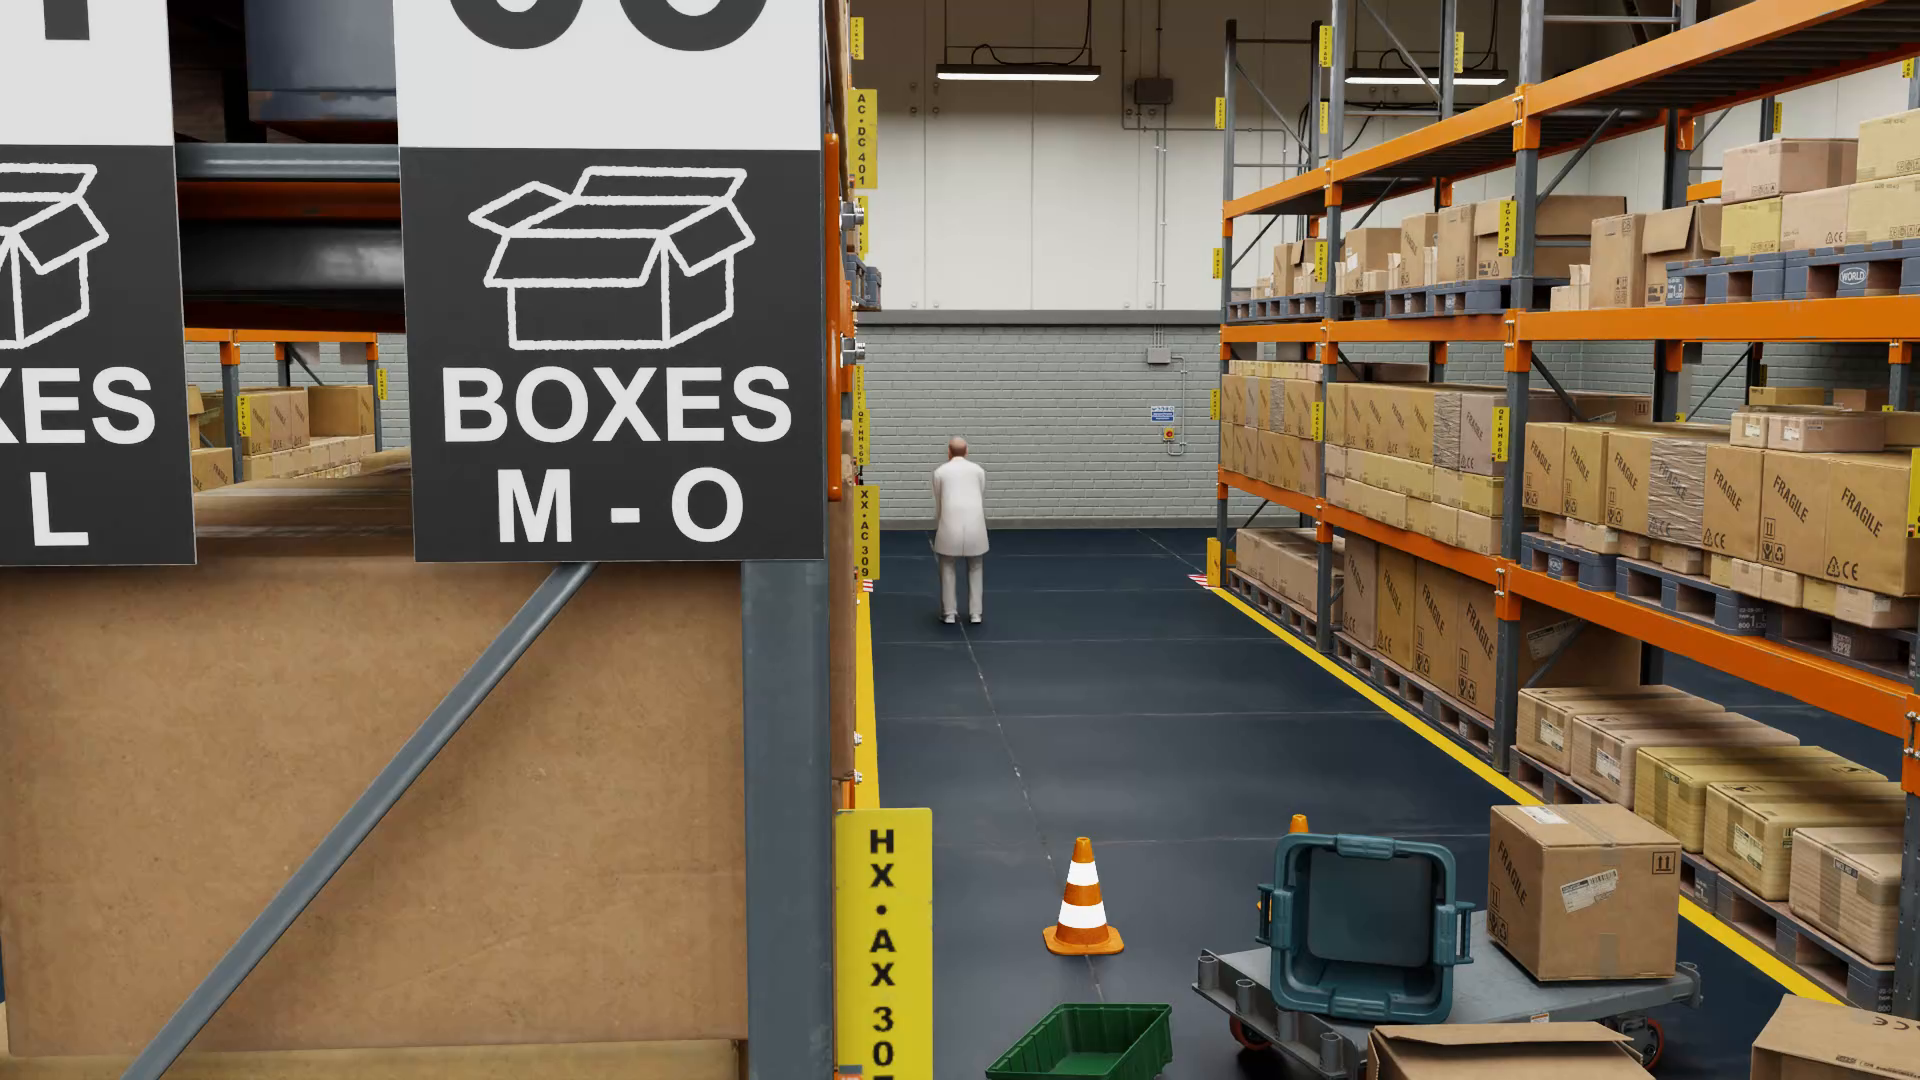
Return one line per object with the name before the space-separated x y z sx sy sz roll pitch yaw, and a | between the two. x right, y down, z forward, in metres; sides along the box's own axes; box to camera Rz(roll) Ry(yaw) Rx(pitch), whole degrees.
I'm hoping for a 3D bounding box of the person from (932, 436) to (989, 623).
person | 0.004 -0.105 15.812 0.534 1.757 0.594 -1 7 -6
